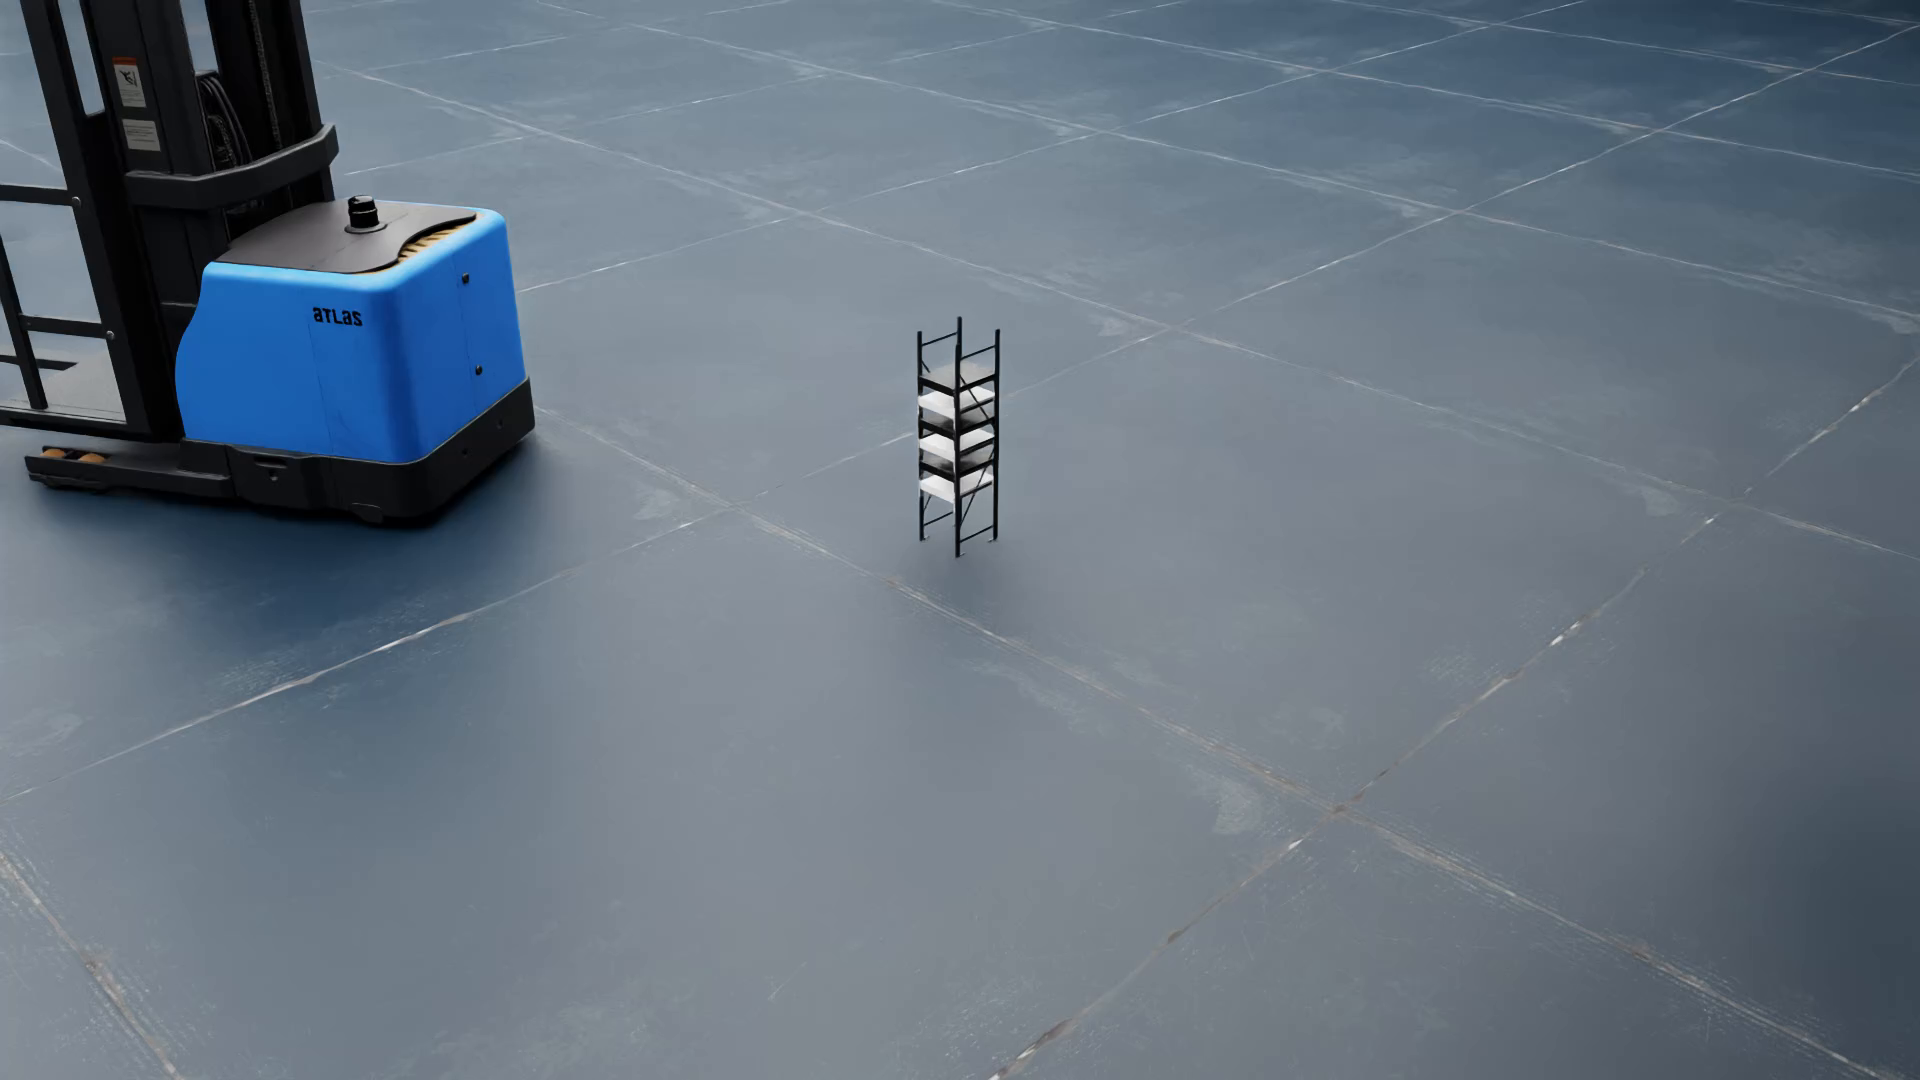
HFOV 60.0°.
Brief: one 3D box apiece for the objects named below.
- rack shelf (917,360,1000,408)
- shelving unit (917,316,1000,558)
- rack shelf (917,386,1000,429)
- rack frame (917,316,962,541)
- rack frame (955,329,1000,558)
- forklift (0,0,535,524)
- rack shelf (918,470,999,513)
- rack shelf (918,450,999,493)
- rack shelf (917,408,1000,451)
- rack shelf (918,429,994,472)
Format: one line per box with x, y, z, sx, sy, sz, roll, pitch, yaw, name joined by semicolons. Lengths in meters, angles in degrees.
-0.006;-0.610;6.435;0.200;0.077;0.258;25;36;38;rack shelf
-0.006;-0.401;6.546;0.210;0.900;0.258;25;36;38;shelving unit
-0.006;-0.531;6.477;0.200;0.077;0.258;25;36;38;rack shelf
-0.078;-0.434;6.609;0.006;0.900;0.240;25;36;38;rack frame
0.067;-0.368;6.483;0.006;0.900;0.240;25;36;38;rack frame
-3.511;-1.727;6.886;3.031;2.935;1.130;7;29;13;forklift
-0.006;-0.212;6.645;0.200;0.077;0.258;25;36;38;rack shelf
-0.006;-0.292;6.603;0.200;0.077;0.258;25;36;38;rack shelf
-0.006;-0.451;6.519;0.200;0.077;0.258;25;36;38;rack shelf
-0.006;-0.371;6.561;0.200;0.077;0.258;25;36;38;rack shelf
